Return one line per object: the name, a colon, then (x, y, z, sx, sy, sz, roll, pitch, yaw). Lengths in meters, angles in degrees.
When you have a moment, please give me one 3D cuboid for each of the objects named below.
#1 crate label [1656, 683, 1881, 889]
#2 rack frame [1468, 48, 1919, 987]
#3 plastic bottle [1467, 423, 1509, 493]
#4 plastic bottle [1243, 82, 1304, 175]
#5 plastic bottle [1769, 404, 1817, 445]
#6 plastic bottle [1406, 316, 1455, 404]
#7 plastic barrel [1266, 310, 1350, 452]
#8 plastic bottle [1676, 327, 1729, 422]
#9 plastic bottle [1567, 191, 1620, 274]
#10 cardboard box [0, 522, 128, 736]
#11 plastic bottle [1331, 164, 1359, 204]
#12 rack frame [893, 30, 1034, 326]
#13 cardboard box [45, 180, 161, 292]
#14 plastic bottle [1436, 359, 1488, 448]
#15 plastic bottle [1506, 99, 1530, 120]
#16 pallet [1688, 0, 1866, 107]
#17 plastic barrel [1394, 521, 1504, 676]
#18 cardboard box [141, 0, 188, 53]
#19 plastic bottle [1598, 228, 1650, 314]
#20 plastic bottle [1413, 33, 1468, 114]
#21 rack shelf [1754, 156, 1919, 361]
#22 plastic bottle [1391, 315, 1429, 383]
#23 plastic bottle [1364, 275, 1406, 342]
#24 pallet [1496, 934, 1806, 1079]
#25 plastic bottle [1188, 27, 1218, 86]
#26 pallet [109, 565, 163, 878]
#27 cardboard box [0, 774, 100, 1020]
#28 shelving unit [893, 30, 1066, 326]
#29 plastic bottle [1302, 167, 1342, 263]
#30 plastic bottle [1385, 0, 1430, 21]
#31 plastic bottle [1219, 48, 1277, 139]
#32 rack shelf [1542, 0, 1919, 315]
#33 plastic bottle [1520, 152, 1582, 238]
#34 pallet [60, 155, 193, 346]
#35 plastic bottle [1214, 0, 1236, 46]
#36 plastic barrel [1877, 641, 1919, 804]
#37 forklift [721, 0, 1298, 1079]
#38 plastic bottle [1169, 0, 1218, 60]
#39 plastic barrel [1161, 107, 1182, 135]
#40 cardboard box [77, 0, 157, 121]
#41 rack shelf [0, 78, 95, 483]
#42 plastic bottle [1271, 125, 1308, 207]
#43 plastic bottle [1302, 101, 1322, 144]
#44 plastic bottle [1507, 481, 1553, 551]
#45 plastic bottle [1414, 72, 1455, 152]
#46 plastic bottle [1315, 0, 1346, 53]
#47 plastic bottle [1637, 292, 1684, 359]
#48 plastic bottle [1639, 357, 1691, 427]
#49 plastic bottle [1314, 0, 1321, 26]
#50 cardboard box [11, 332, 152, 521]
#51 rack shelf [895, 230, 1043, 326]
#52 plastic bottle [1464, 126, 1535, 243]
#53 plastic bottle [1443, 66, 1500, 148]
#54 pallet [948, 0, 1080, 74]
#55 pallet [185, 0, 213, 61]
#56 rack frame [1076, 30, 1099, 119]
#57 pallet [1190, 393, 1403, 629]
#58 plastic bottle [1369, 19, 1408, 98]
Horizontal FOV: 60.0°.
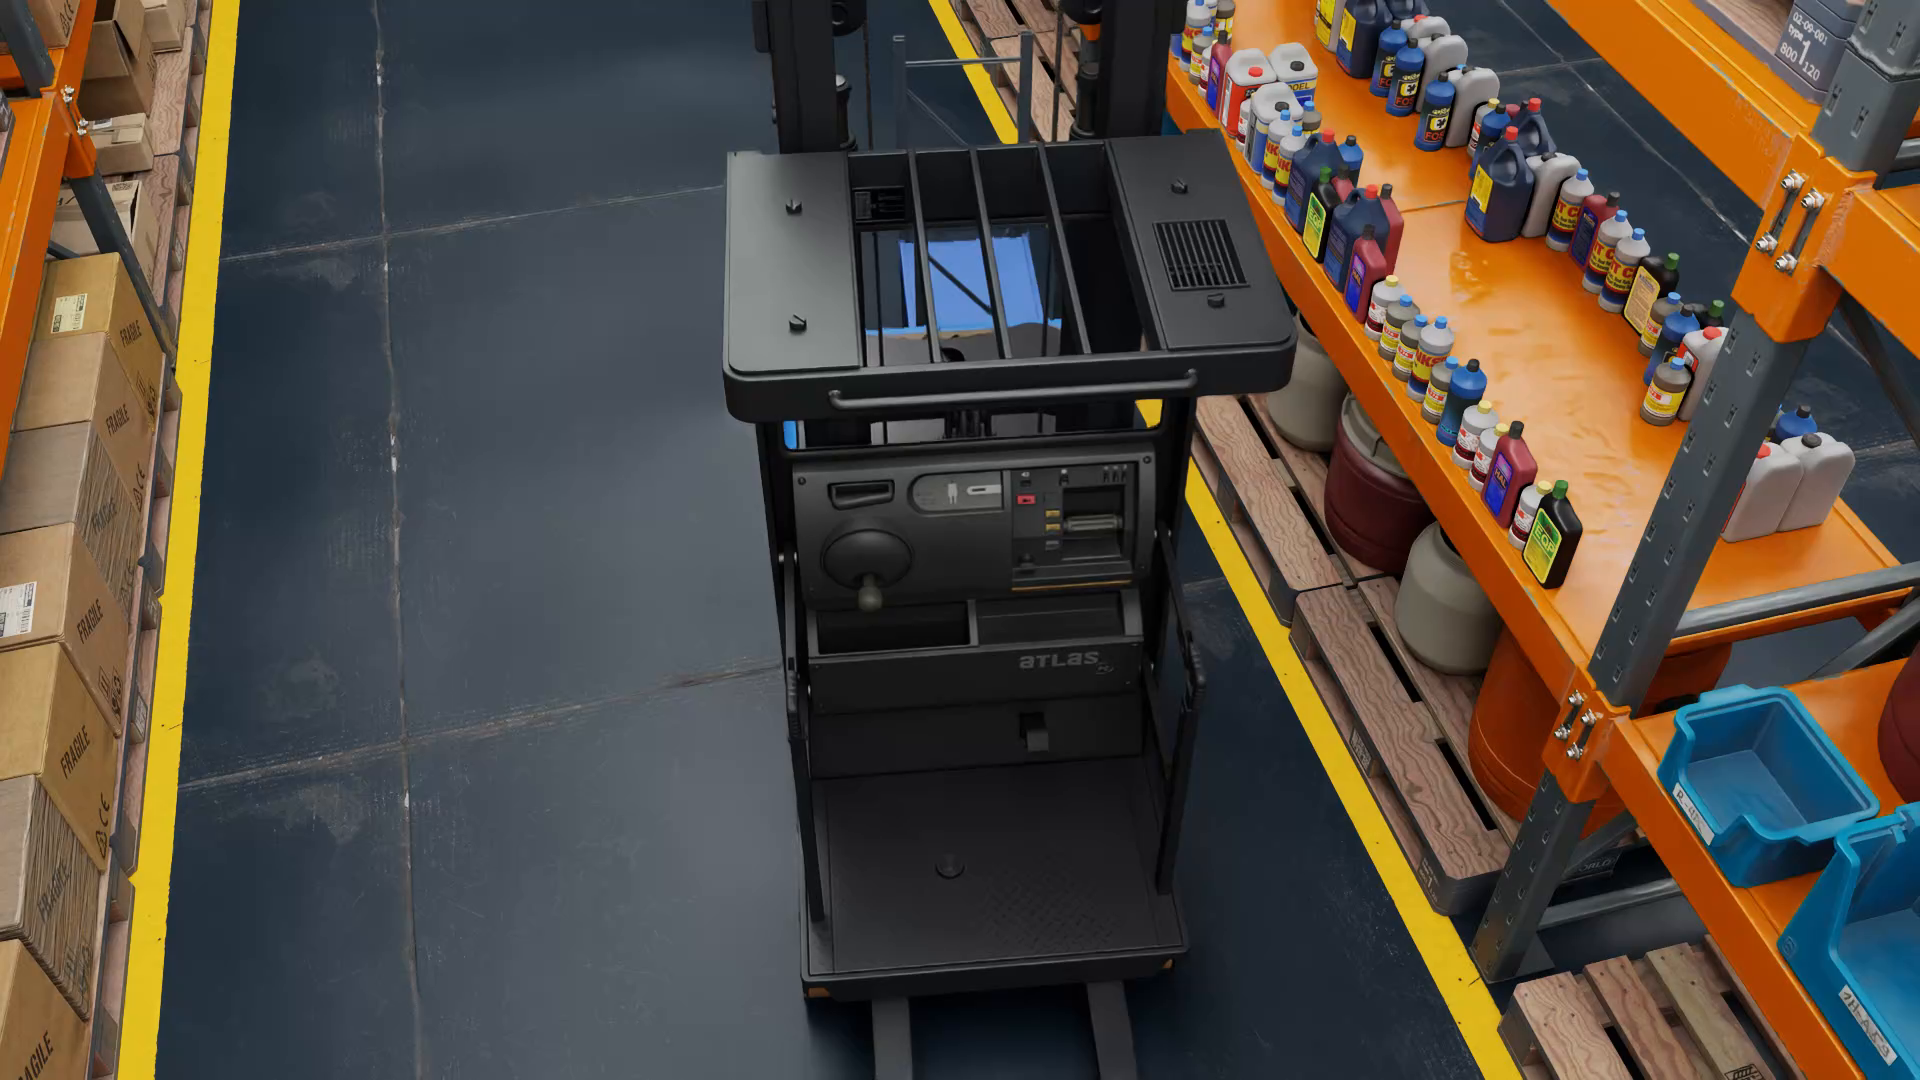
crate label: (1.781, 0.562, 3.716, 0.303, 0.233, 0.416, -11, 47, -10)
rack frame: (2.036, 0.144, 4.009, 1.000, 3.000, 0.127, -11, 47, -10)
plastic bottle: (1.449, -0.230, 4.515, 0.097, 0.201, 0.097, 0, 46, 0)
plastic bottle: (1.059, -1.386, 5.595, 0.152, 0.276, 0.135, -11, 47, -10)
plastic bottle: (2.234, -0.254, 4.489, 0.097, 0.271, 0.097, 0, 46, 0)
plastic bottle: (1.349, -0.524, 4.753, 0.097, 0.271, 0.097, 0, 46, 0)
plastic barrel: (1.374, -0.620, 6.206, 0.421, 0.512, 0.421, 0, 46, 0)
plastic bottle: (2.119, -0.490, 4.717, 0.152, 0.276, 0.135, -11, 47, -10)
plastic bottle: (1.986, -0.979, 5.191, 0.061, 0.283, 0.133, -11, 47, -10)
cardboard box: (-2.995, 0.334, 5.264, 0.500, 0.500, 0.500, -12, 47, -12)
plastic bottle: (1.205, -1.037, 5.247, 0.061, 0.283, 0.133, -11, 47, -10)
rack frame: (0.011, -1.268, 6.443, 0.500, 1.500, 0.032, -4, 46, -4)
cardboard box: (-3.676, -1.257, 6.956, 0.500, 0.311, 0.500, -11, 47, -10)
plastic bottle: (1.399, -0.389, 4.621, 0.097, 0.271, 0.097, 0, 46, 0)
plastic bottle: (1.845, -1.359, 5.563, 0.061, 0.283, 0.133, -11, 47, -10)
pallet: (1.935, -1.386, 3.540, 1.003, 0.211, 1.213, -11, 47, -10)
plastic barrel: (1.663, 0.159, 5.441, 0.421, 0.512, 0.421, 0, 46, 0)
cardboard box: (-4.210, -2.676, 8.390, 0.500, 0.250, 0.500, -11, 47, -10)
plastic bottle: (2.023, -0.825, 5.048, 0.097, 0.271, 0.097, 0, 46, 0)
plastic bottle: (1.682, -1.668, 5.871, 0.152, 0.276, 0.135, -11, 47, -10)
rack shelf: (2.548, 0.727, 1.841, 1.077, 0.370, 4.000, -11, 47, -10)
plastic bottle: (1.324, -0.566, 4.844, 0.097, 0.201, 0.097, 0, 46, 0)
plastic bottle: (1.275, -0.701, 4.976, 0.097, 0.201, 0.097, 0, 46, 0)
pallet: (2.197, 1.662, 4.474, 1.003, 0.211, 1.213, -11, 47, -10)
plastic bottle: (0.884, -1.754, 6.008, 0.097, 0.201, 0.097, 0, 46, 0)
pallet: (-3.217, 0.660, 5.456, 1.003, 0.211, 1.213, -11, 47, -10)
cardboard box: (-2.733, 1.041, 4.572, 0.500, 0.500, 0.500, -12, 47, -12)
shelving unit: (0.057, -0.907, 6.089, 0.538, 1.500, 1.048, -4, 46, -4)
plastic bottle: (1.146, -1.025, 5.236, 0.061, 0.283, 0.133, -11, 47, -10)
plastic bottle: (1.611, -1.898, 6.045, 0.144, 0.351, 0.185, -11, 47, -10)
plastic bottle: (0.999, -1.546, 5.752, 0.152, 0.276, 0.135, -11, 47, -10)
rack shelf: (1.524, -2.035, 4.548, 1.077, 0.370, 4.000, -11, 47, -10)
plastic bottle: (1.883, -1.128, 5.342, 0.152, 0.276, 0.135, -11, 47, -10)
pallet: (-3.952, -1.213, 7.291, 1.003, 0.211, 1.213, -11, 47, -10)
plastic bottle: (0.972, -1.942, 6.192, 0.097, 0.201, 0.097, 0, 46, 0)
plastic barrel: (2.448, 0.361, 3.701, 0.600, 0.536, 0.708, -11, 47, -10)
forklift: (0.063, 0.064, 4.135, 1.130, 2.935, 3.031, -4, 46, -4)
plastic bottle: (0.856, -1.933, 6.131, 0.152, 0.276, 0.135, -11, 47, -10)
plastic barrel: (1.135, -1.652, 6.944, 0.600, 0.901, 0.708, -11, 47, -10)
cardboard box: (-4.263, -2.291, 7.835, 0.797, 0.503, 0.637, -11, 47, -10)
rack shelf: (-3.265, -0.082, 4.734, 1.077, 0.370, 4.000, -11, 47, -10)
plastic bottle: (1.087, -1.232, 5.447, 0.097, 0.271, 0.097, 0, 46, 0)
plastic bottle: (1.174, -1.395, 5.656, 0.097, 0.201, 0.097, 0, 46, 0)
plastic bottle: (1.508, -0.071, 4.358, 0.097, 0.201, 0.097, 0, 46, 0)
plastic bottle: (1.626, -1.471, 5.681, 0.097, 0.271, 0.097, 0, 46, 0)
plastic bottle: (1.424, -1.999, 6.144, 0.144, 0.351, 0.185, -11, 47, -10)
plastic bottle: (2.082, -0.641, 4.917, 0.097, 0.201, 0.097, 0, 46, 0)
plastic bottle: (2.003, -0.428, 4.709, 0.097, 0.201, 0.097, 0, 46, 0)
plastic bottle: (1.403, -2.047, 6.295, 0.097, 0.201, 0.097, 0, 46, 0)
cardboard box: (-3.255, -0.363, 5.947, 0.500, 0.500, 0.500, -11, 47, -10)
rack shelf: (0.057, -0.781, 6.217, 0.538, 0.185, 1.000, -4, 46, -4)
plastic bottle: (1.733, -1.145, 5.306, 0.144, 0.351, 0.185, -11, 47, -10)
plastic bottle: (1.742, -1.508, 5.714, 0.152, 0.276, 0.135, -11, 47, -10)
pallet: (0.470, -2.986, 9.029, 1.003, 0.211, 1.213, -11, 47, -10)
pallet: (-4.577, -2.898, 8.942, 1.003, 0.211, 1.213, -11, 47, -10)
rack frame: (1.012, -2.618, 6.715, 1.000, 3.000, 0.127, -11, 47, -10)
pallet: (1.485, -0.258, 6.355, 1.003, 0.211, 1.213, -11, 47, -10)
plastic bottle: (1.532, -1.724, 5.929, 0.097, 0.271, 0.097, 0, 46, 0)
